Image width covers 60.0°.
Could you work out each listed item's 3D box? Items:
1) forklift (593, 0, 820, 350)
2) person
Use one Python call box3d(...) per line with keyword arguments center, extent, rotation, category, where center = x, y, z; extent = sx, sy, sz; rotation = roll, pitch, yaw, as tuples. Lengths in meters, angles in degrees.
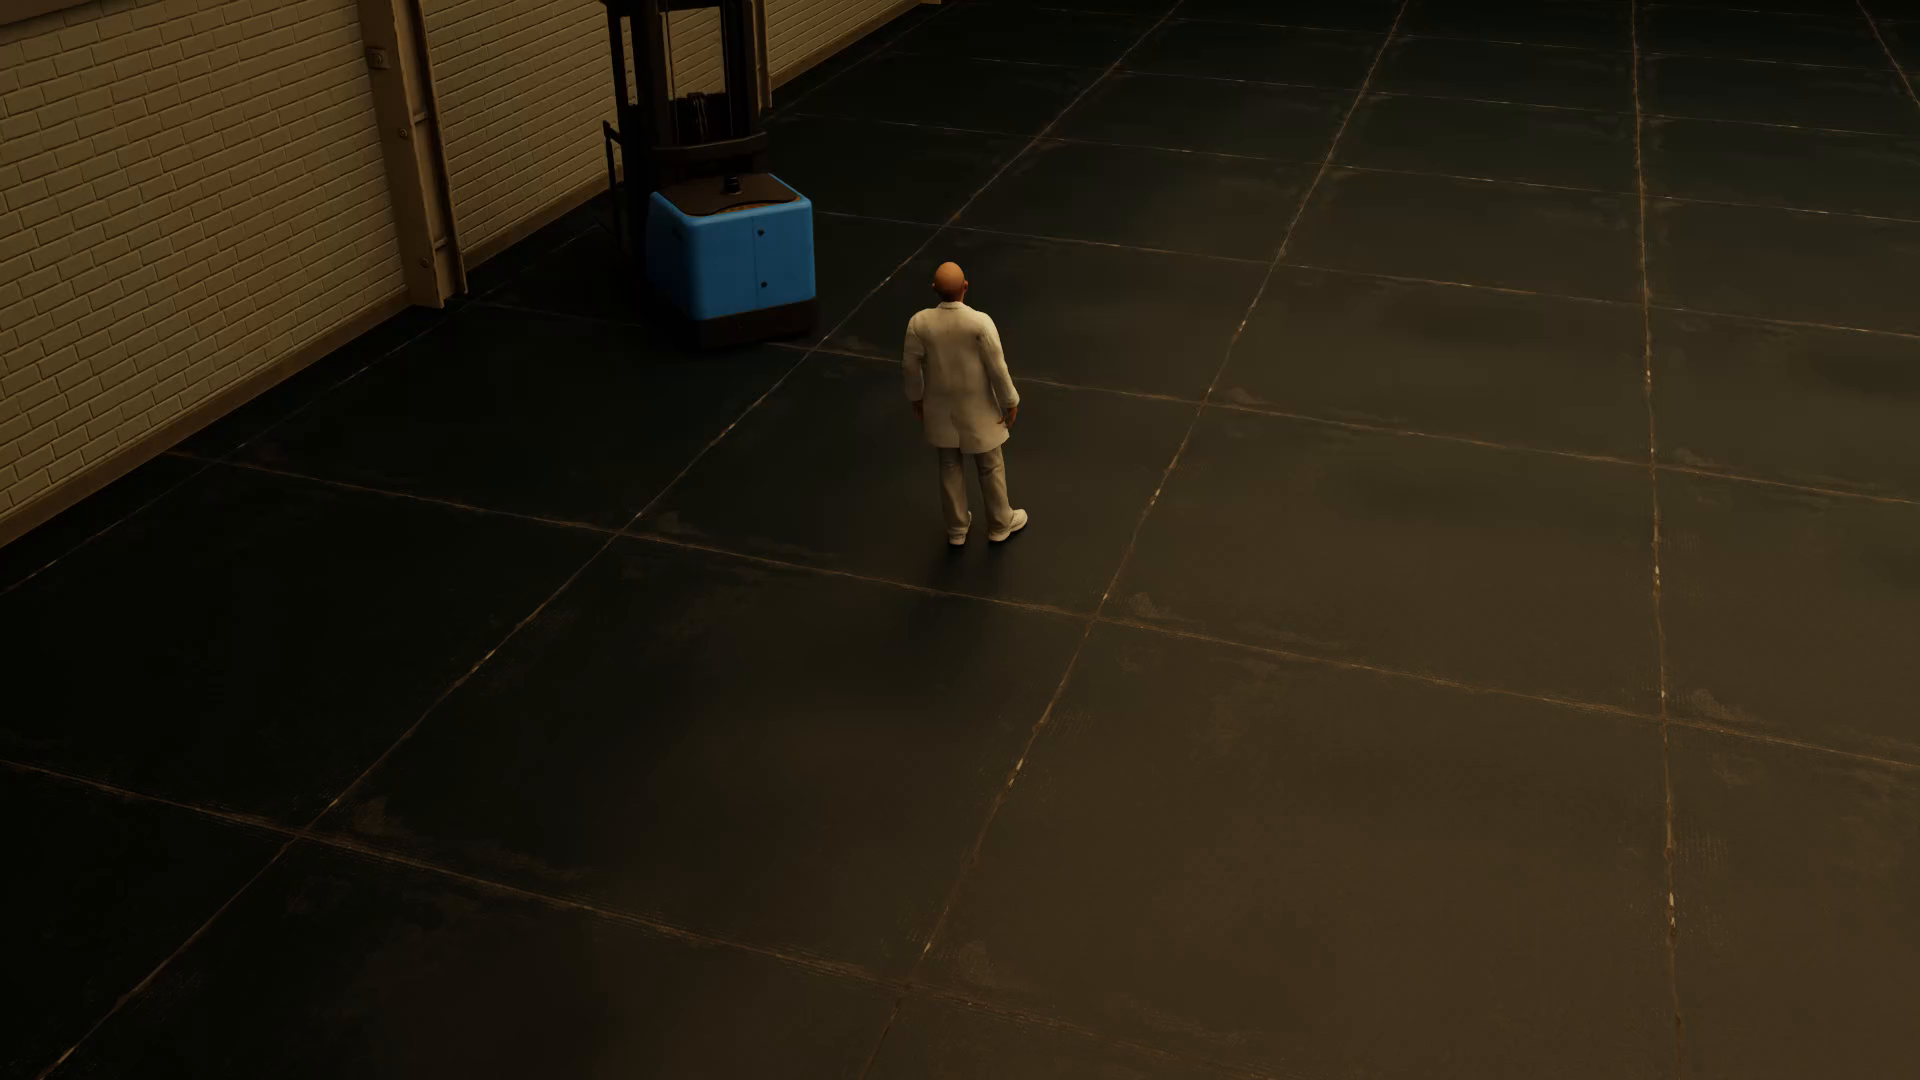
box3d(center=(-2.233, -3.395, 13.092), extent=(1.130, 2.935, 3.031), rotation=(-15, 33, -24), category="forklift")
box3d(center=(0.034, -0.820, 9.725), extent=(0.694, 1.775, 0.581), rotation=(10, 31, 16), category="person")
